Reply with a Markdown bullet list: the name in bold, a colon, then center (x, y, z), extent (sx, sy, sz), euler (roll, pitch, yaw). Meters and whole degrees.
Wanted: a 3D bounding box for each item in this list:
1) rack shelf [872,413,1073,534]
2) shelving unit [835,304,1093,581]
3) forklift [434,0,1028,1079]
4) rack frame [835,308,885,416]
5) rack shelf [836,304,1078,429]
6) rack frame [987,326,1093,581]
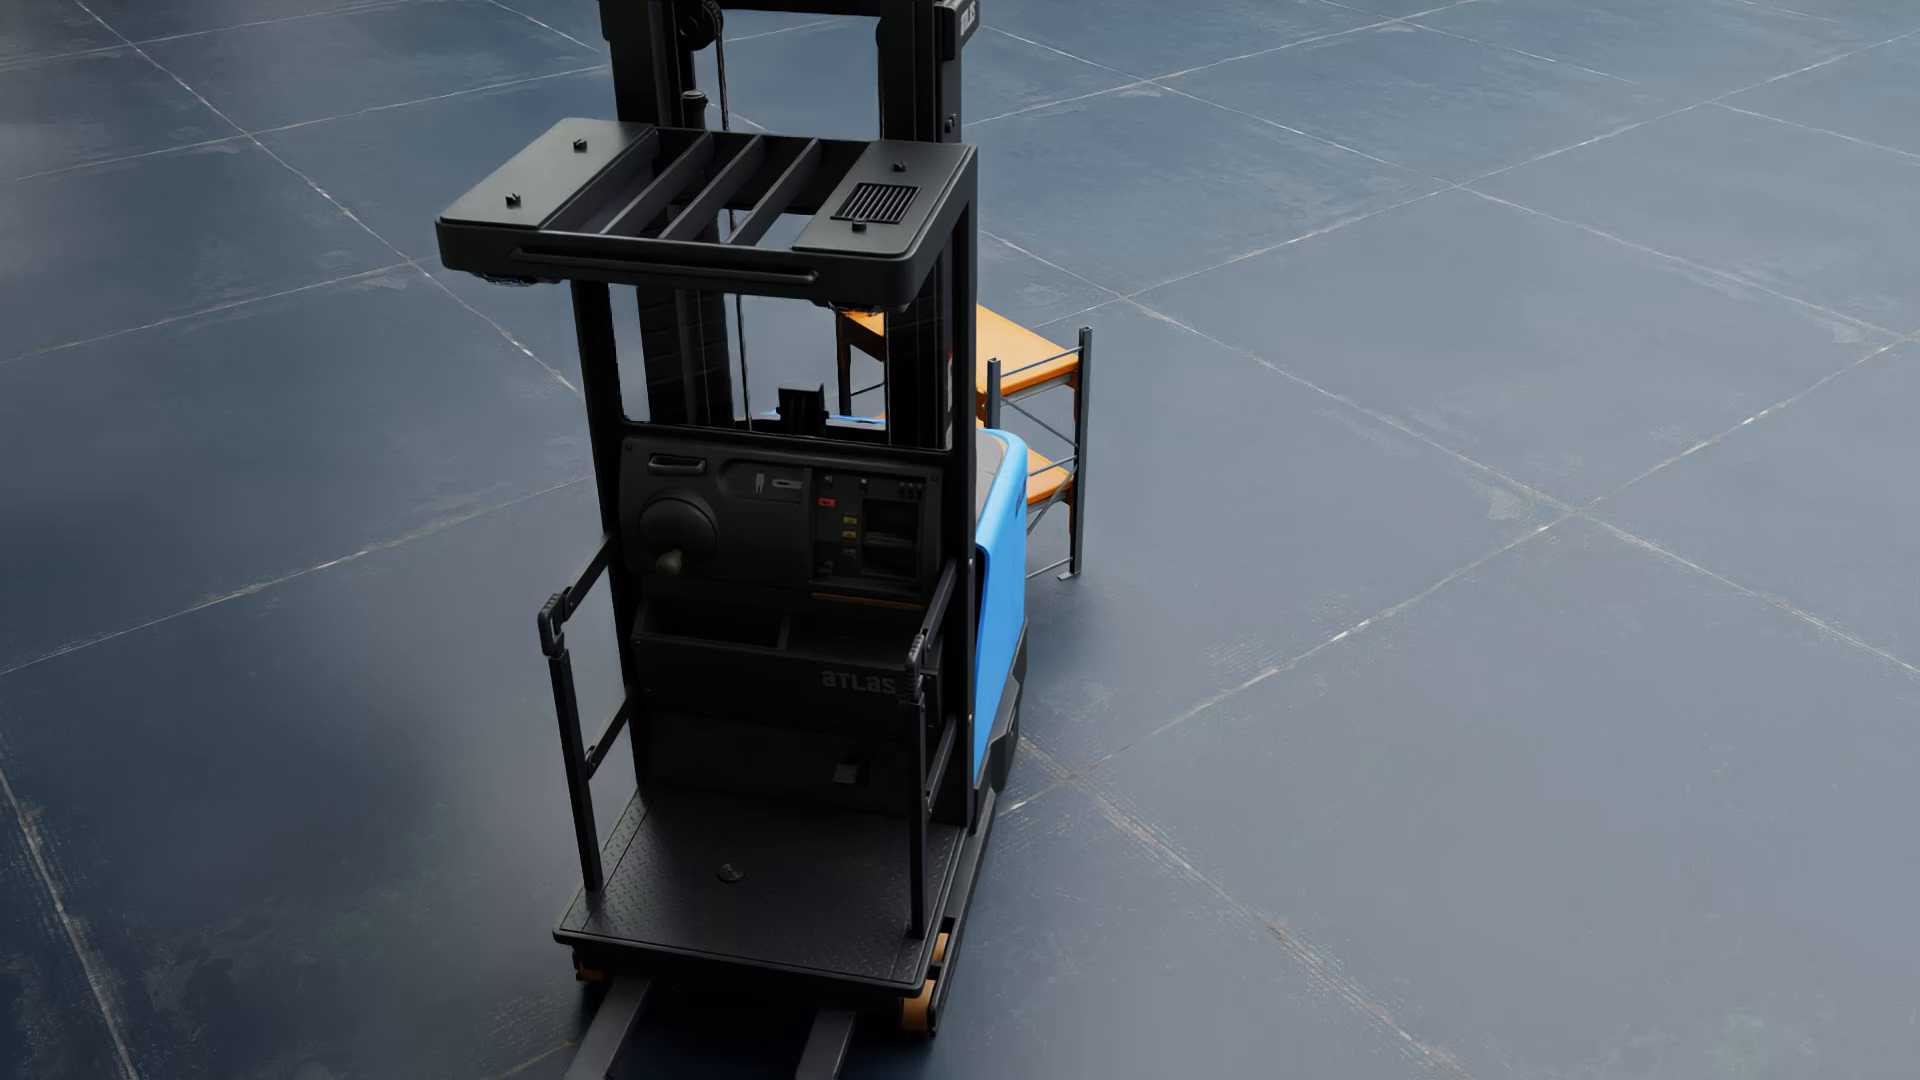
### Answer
- **rack shelf**: center (-0.004, -0.273, 7.087), extent (0.538, 0.278, 1.000), euler (-22, 38, -31)
- **shelving unit**: center (-0.004, -0.481, 6.958), extent (0.538, 1.125, 1.048), euler (-22, 38, -31)
- **forklift**: center (-0.547, -0.005, 4.479), extent (1.130, 2.935, 3.031), euler (6, 32, 10)
- **rack frame**: center (-0.316, -0.693, 7.299), extent (0.500, 1.125, 0.032), euler (-22, 38, -31)
- **rack shelf**: center (-0.004, -0.729, 6.803), extent (0.538, 0.278, 1.000), euler (-22, 38, -31)
- **rack frame**: center (0.308, -0.269, 6.617), extent (0.500, 1.125, 0.032), euler (-22, 38, -31)
